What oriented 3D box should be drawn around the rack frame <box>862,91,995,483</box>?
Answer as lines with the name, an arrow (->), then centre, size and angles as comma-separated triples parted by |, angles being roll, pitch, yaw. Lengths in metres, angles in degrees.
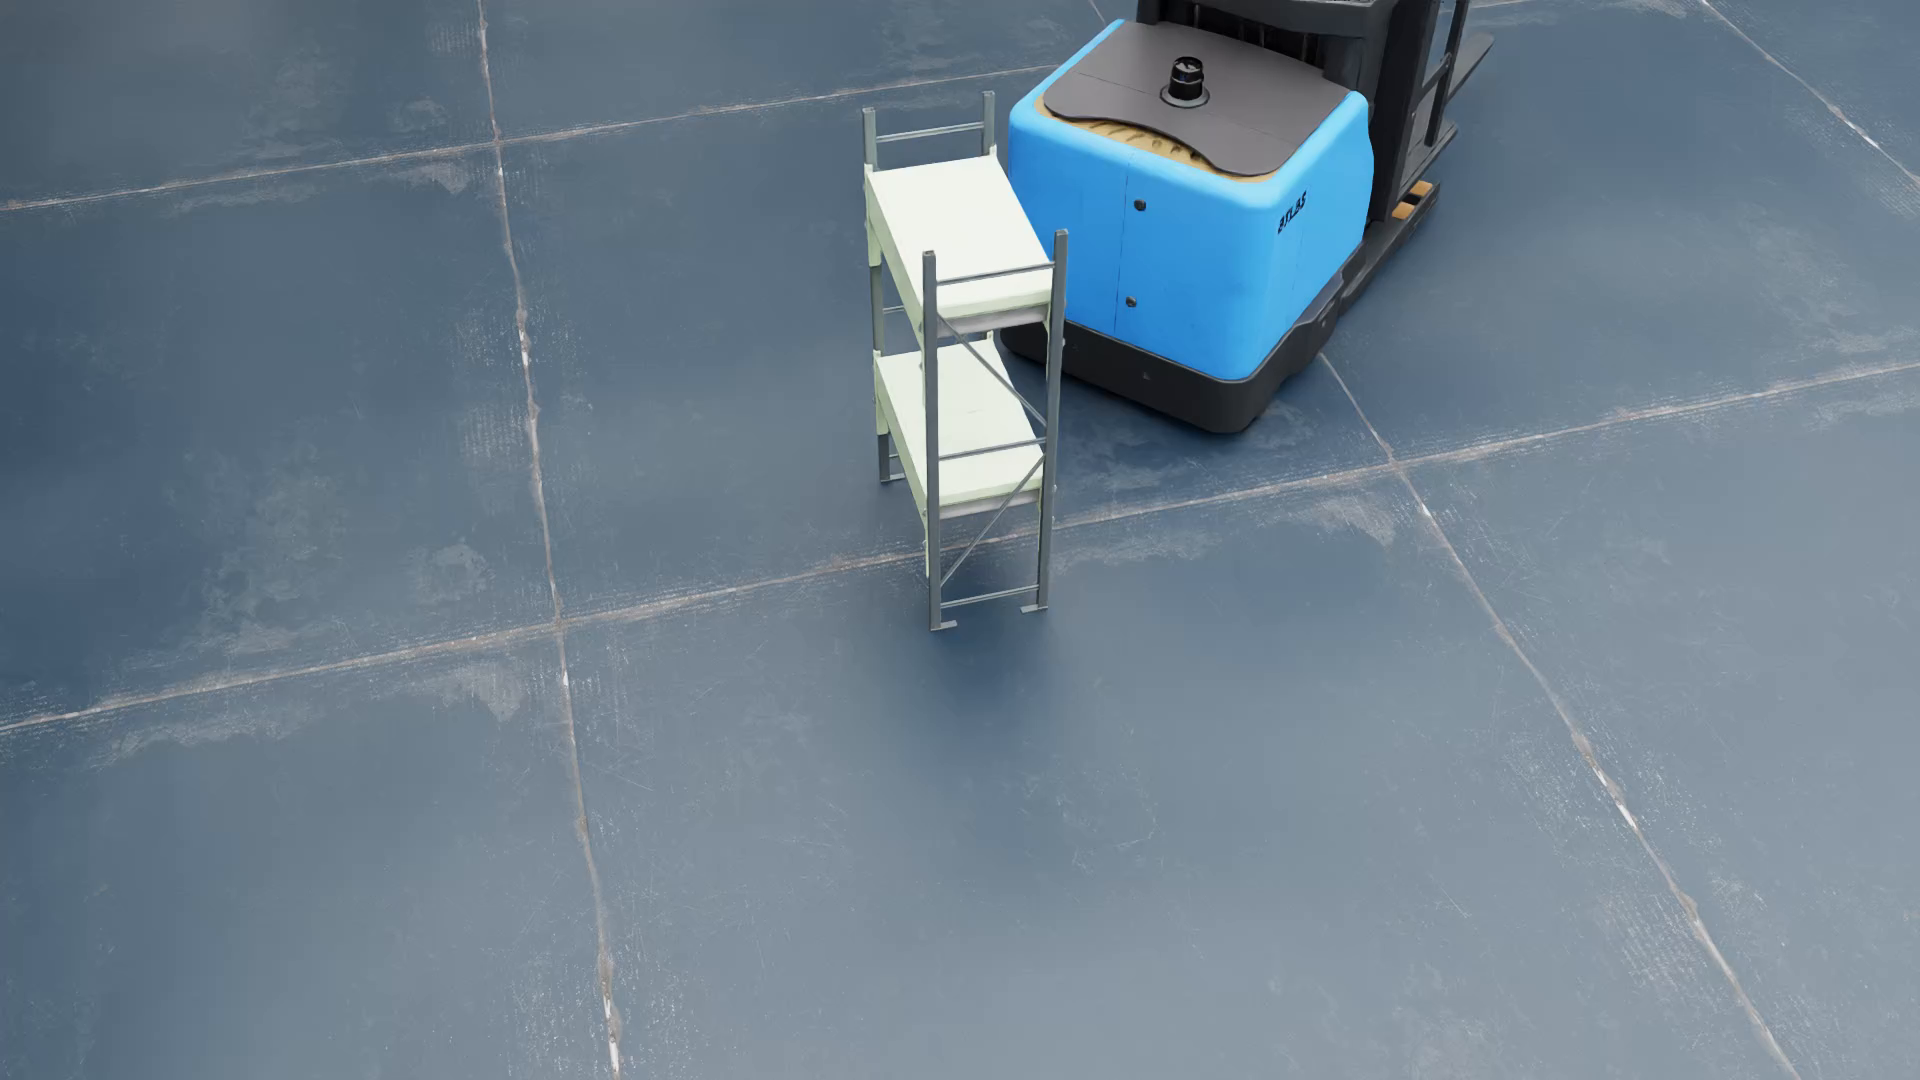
rack frame -> -0.092, -0.773, 5.457 | 0.400, 1.500, 0.023 | -11, 47, -10

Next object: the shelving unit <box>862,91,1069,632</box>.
shelving unit -> 0.002, -0.520, 5.210 | 0.431, 1.500, 0.755 | -11, 47, -10

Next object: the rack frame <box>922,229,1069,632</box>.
rack frame -> 0.095, -0.268, 4.962 | 0.400, 1.500, 0.023 | -11, 47, -10

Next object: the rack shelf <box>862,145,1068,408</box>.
rack shelf -> 0.002, -0.793, 4.931 | 0.431, 0.370, 0.720 | -11, 47, -10

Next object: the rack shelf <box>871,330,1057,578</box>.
rack shelf -> 0.002, -0.292, 5.443 | 0.431, 0.370, 0.720 | -11, 47, -10

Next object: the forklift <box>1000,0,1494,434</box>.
forklift -> 1.379, -2.441, 6.090 | 1.130, 2.935, 3.031 | 25, 51, 22
